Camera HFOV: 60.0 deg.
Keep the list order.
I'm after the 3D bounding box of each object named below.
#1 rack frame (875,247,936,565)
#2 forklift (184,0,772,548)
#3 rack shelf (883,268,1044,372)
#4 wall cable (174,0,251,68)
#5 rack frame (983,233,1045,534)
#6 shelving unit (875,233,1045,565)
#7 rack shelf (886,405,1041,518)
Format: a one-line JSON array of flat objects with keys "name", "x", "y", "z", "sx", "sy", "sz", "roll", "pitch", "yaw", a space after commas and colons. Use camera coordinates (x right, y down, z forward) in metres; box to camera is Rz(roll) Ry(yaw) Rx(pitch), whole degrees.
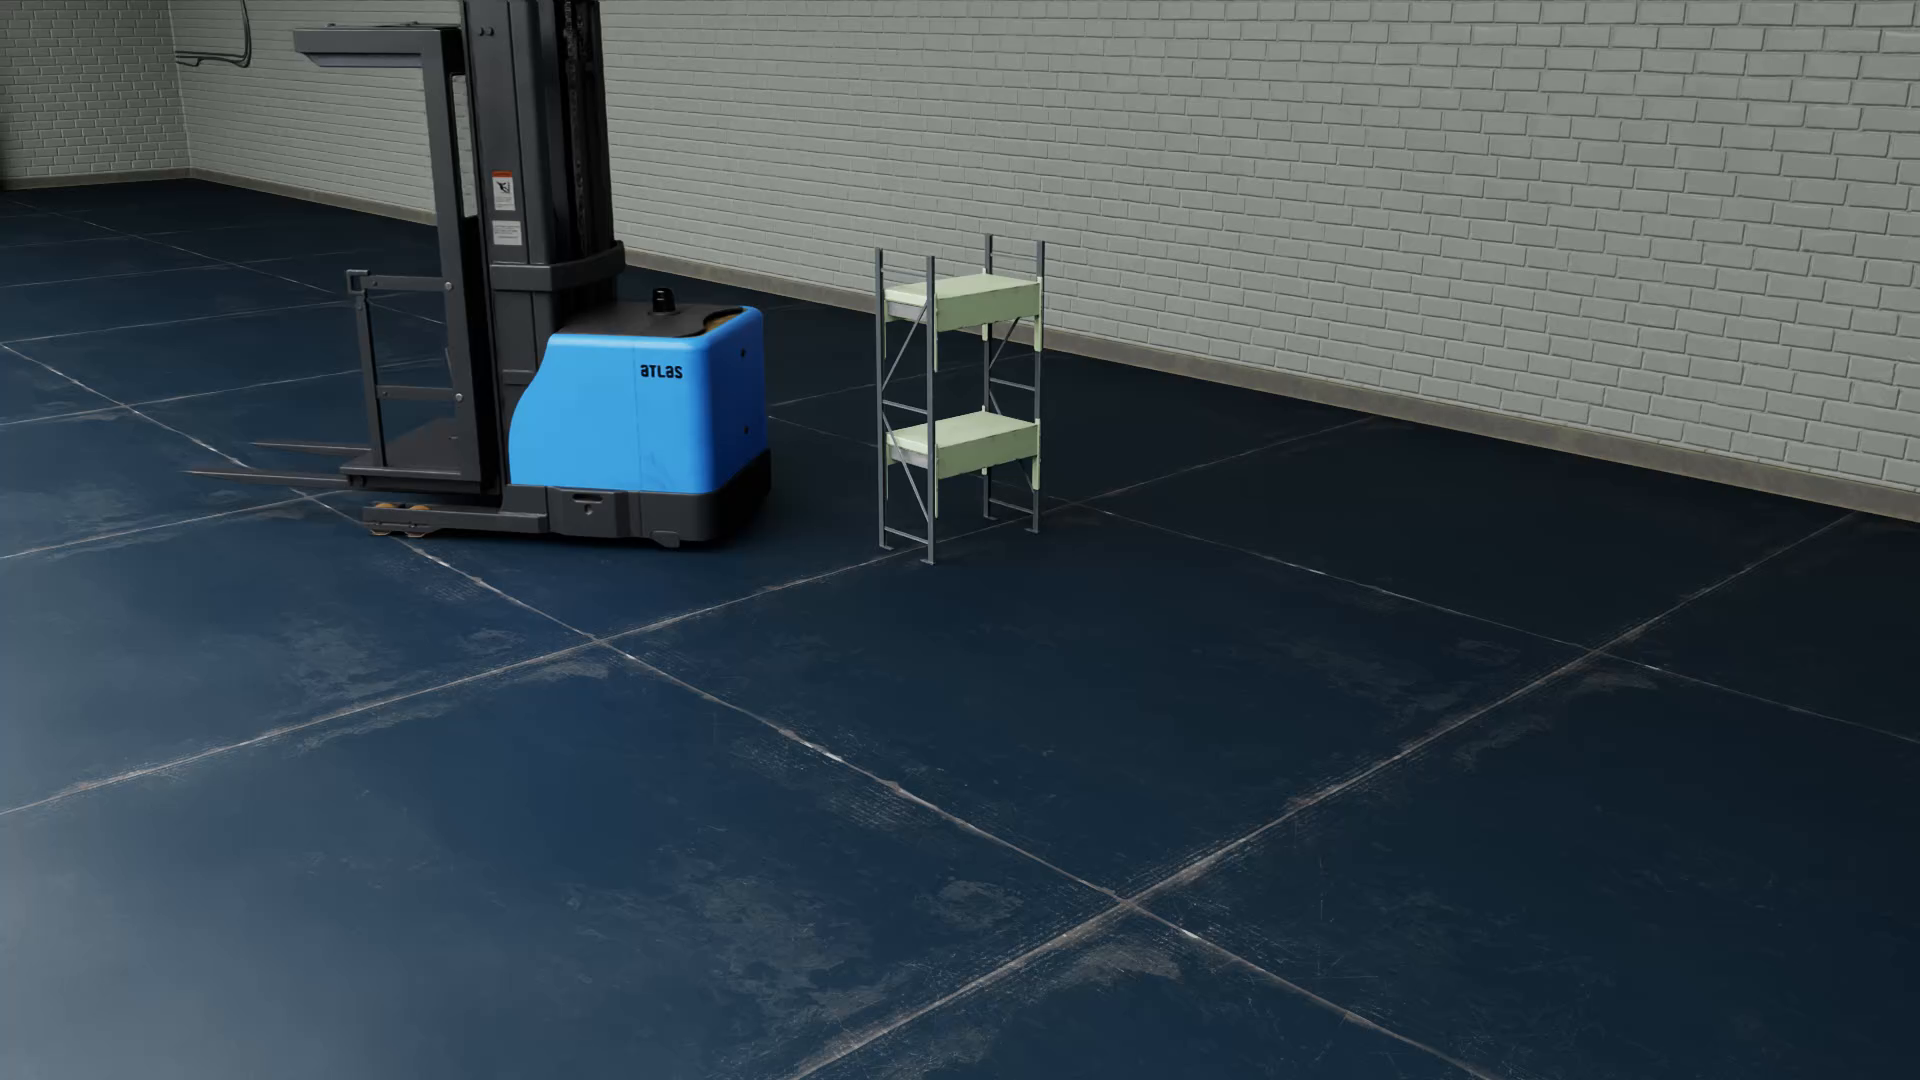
[{"name": "rack frame", "x": -0.261, "y": -0.637, "z": 8.019, "sx": 0.023, "sy": 1.500, "sz": 0.400, "roll": -16, "pitch": 24, "yaw": -41}, {"name": "forklift", "x": -2.601, "y": -1.560, "z": 8.544, "sx": 3.031, "sy": 2.935, "sz": 1.130, "roll": 3, "pitch": 18, "yaw": 10}, {"name": "rack shelf", "x": 0.005, "y": -1.086, "z": 8.137, "sx": 0.720, "sy": 0.370, "sz": 0.431, "roll": -16, "pitch": 24, "yaw": -41}, {"name": "wall cable", "x": -10.971, "y": -8.110, "z": 23.943, "sx": 0.112, "sy": 2.526, "sz": 3.097, "roll": -16, "pitch": 24, "yaw": -41}, {"name": "rack frame", "x": 0.271, "y": -0.792, "z": 8.497, "sx": 0.023, "sy": 1.500, "sz": 0.400, "roll": -16, "pitch": 24, "yaw": -41}, {"name": "shelving unit", "x": 0.005, "y": -0.715, "z": 8.258, "sx": 0.755, "sy": 1.500, "sz": 0.431, "roll": -16, "pitch": 24, "yaw": -41}, {"name": "rack shelf", "x": 0.005, "y": -0.405, "z": 8.358, "sx": 0.720, "sy": 0.370, "sz": 0.431, "roll": -16, "pitch": 24, "yaw": -41}]
